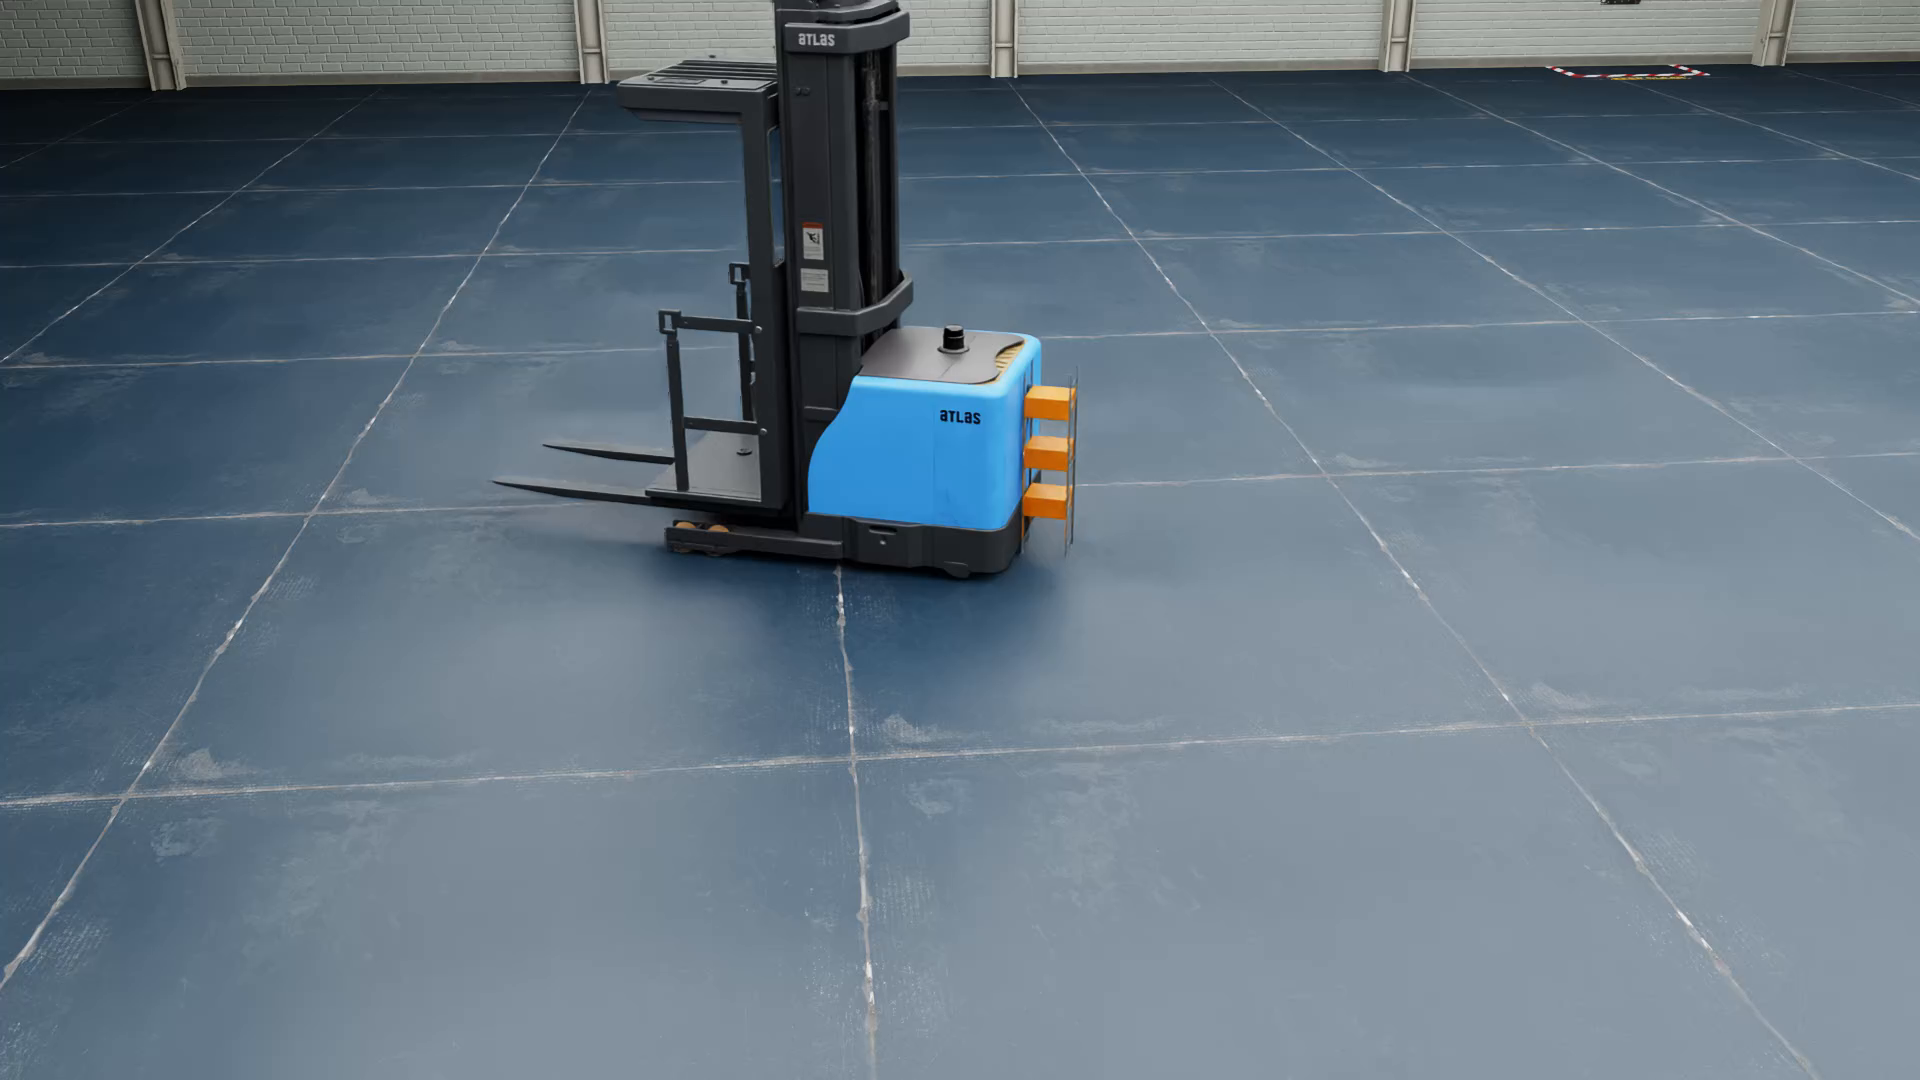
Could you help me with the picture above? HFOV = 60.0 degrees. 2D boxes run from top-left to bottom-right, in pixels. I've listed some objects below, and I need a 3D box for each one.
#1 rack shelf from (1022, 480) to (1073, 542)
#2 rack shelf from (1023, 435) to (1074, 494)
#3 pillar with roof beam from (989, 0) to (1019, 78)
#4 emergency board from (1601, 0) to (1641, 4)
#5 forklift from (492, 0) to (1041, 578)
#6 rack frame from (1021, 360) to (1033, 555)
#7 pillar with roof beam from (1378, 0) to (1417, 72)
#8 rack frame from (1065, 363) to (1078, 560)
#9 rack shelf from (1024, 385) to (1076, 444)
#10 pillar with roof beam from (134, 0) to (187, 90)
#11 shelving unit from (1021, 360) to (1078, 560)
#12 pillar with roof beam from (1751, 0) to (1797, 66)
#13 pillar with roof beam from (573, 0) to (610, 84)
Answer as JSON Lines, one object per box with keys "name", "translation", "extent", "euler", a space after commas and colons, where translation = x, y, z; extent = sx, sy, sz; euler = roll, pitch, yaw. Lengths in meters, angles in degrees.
{"name": "rack shelf", "translation": [0.478, -0.159, 9.025], "extent": [0.240, 0.259, 0.215], "euler": [6, 25, 13]}
{"name": "rack shelf", "translation": [0.478, -0.413, 8.912], "extent": [0.240, 0.259, 0.215], "euler": [6, 25, 13]}
{"name": "pillar with roof beam", "translation": [1.067, -9.304, 19.103], "extent": [0.400, 9.000, 9.100], "euler": [-2, 24, -5]}
{"name": "emergency board", "translation": [10.112, -8.706, 25.143], "extent": [0.626, 1.169, 0.157], "euler": [-2, 24, -5]}
{"name": "forklift", "translation": [-1.115, -1.449, 8.902], "extent": [3.031, 2.935, 1.130], "euler": [6, 25, 13]}
{"name": "rack frame", "translation": [0.359, -0.435, 8.936], "extent": [0.008, 1.050, 0.200], "euler": [6, 25, 13]}
{"name": "pillar with roof beam", "translation": [7.038, -9.544, 19.642], "extent": [0.400, 9.000, 9.100], "euler": [-2, 24, -5]}
{"name": "rack frame", "translation": [0.596, -0.410, 8.880], "extent": [0.008, 1.050, 0.200], "euler": [6, 25, 13]}
{"name": "rack shelf", "translation": [0.478, -0.672, 8.797], "extent": [0.240, 0.259, 0.215], "euler": [6, 25, 13]}
{"name": "pillar with roof beam", "translation": [-10.875, -8.825, 18.026], "extent": [0.400, 9.000, 9.100], "euler": [-2, 24, -5]}
{"name": "shelving unit", "translation": [0.478, -0.423, 8.908], "extent": [0.252, 1.050, 0.215], "euler": [6, 25, 13]}
{"name": "pillar with roof beam", "translation": [13.009, -9.783, 20.181], "extent": [0.400, 9.000, 9.100], "euler": [-2, 24, -5]}
{"name": "pillar with roof beam", "translation": [-4.904, -9.065, 18.565], "extent": [0.400, 9.000, 9.100], "euler": [-2, 24, -5]}
